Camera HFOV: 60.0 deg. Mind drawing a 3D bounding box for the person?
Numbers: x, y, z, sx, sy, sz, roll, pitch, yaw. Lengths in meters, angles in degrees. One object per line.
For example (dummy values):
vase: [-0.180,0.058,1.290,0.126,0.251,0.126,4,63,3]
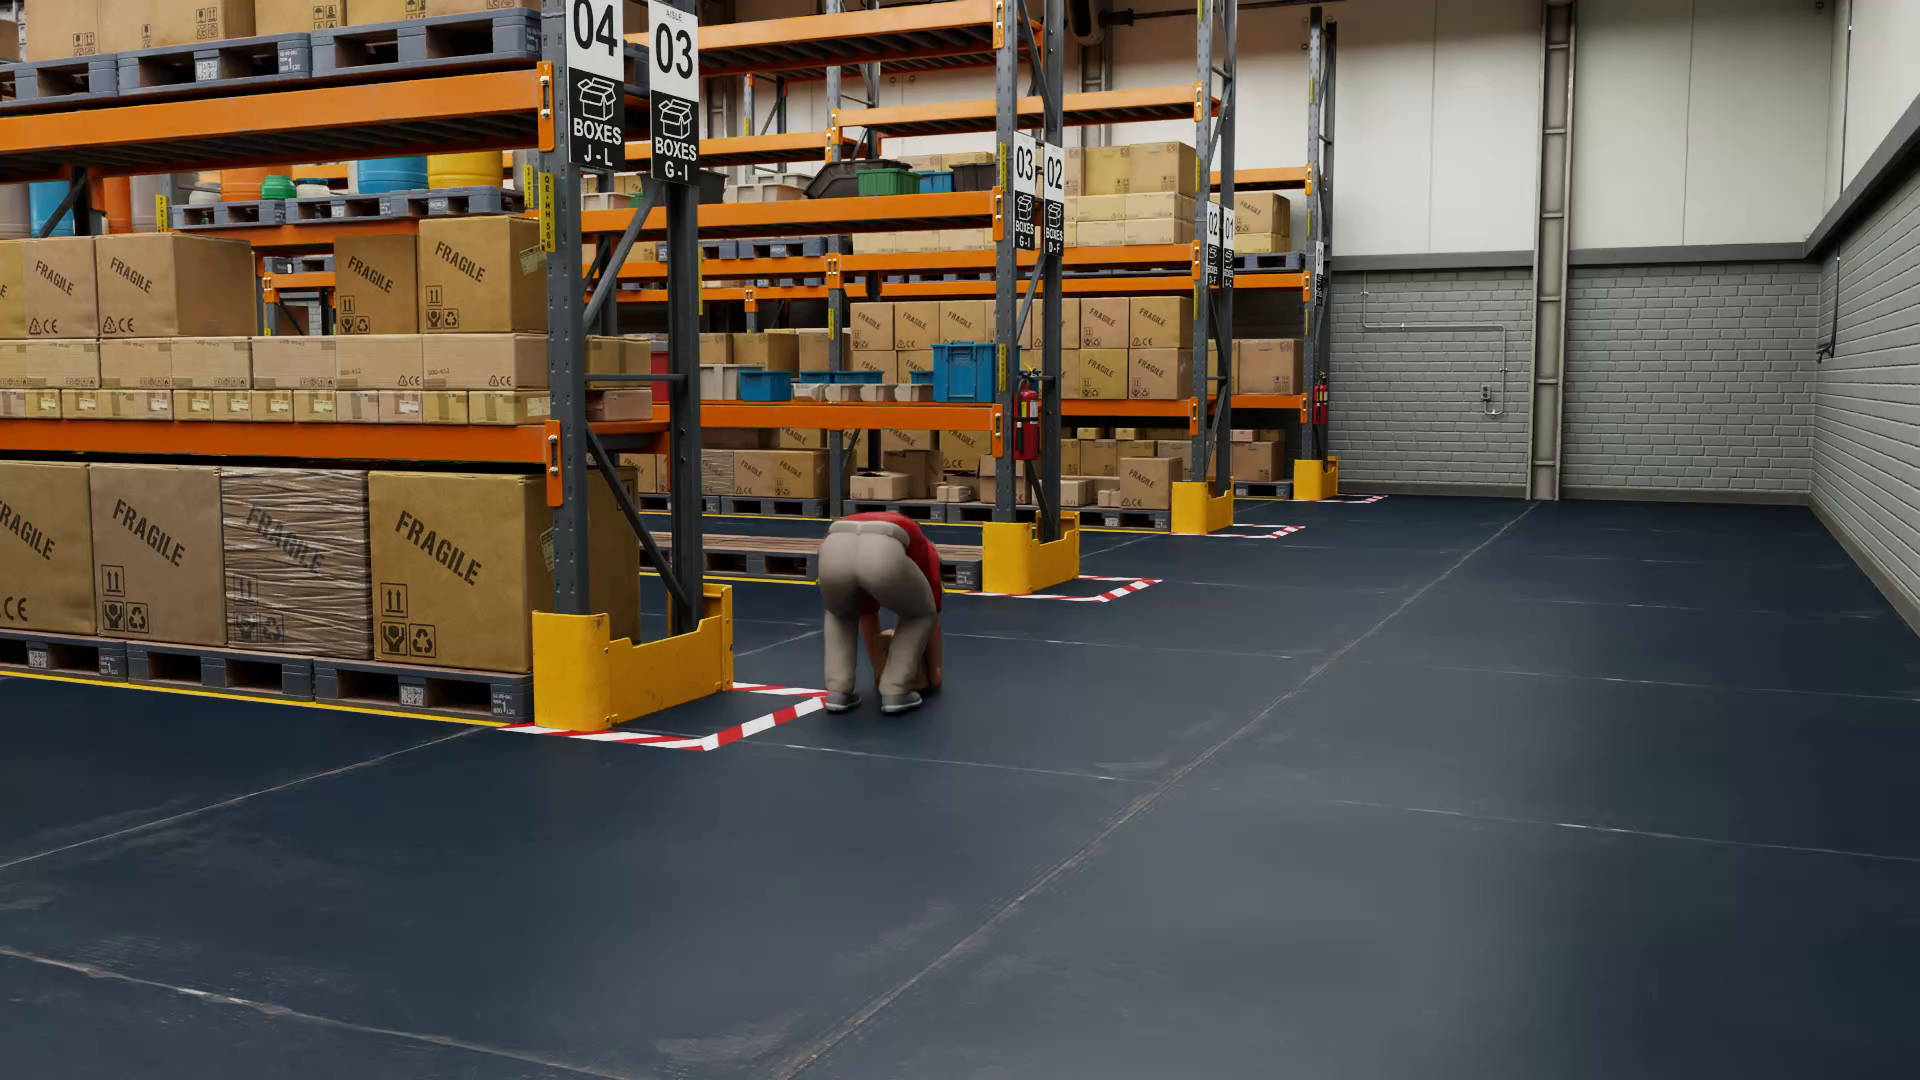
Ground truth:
person: [-0.361,0.307,7.714,0.533,0.907,0.955,1,6,14]
